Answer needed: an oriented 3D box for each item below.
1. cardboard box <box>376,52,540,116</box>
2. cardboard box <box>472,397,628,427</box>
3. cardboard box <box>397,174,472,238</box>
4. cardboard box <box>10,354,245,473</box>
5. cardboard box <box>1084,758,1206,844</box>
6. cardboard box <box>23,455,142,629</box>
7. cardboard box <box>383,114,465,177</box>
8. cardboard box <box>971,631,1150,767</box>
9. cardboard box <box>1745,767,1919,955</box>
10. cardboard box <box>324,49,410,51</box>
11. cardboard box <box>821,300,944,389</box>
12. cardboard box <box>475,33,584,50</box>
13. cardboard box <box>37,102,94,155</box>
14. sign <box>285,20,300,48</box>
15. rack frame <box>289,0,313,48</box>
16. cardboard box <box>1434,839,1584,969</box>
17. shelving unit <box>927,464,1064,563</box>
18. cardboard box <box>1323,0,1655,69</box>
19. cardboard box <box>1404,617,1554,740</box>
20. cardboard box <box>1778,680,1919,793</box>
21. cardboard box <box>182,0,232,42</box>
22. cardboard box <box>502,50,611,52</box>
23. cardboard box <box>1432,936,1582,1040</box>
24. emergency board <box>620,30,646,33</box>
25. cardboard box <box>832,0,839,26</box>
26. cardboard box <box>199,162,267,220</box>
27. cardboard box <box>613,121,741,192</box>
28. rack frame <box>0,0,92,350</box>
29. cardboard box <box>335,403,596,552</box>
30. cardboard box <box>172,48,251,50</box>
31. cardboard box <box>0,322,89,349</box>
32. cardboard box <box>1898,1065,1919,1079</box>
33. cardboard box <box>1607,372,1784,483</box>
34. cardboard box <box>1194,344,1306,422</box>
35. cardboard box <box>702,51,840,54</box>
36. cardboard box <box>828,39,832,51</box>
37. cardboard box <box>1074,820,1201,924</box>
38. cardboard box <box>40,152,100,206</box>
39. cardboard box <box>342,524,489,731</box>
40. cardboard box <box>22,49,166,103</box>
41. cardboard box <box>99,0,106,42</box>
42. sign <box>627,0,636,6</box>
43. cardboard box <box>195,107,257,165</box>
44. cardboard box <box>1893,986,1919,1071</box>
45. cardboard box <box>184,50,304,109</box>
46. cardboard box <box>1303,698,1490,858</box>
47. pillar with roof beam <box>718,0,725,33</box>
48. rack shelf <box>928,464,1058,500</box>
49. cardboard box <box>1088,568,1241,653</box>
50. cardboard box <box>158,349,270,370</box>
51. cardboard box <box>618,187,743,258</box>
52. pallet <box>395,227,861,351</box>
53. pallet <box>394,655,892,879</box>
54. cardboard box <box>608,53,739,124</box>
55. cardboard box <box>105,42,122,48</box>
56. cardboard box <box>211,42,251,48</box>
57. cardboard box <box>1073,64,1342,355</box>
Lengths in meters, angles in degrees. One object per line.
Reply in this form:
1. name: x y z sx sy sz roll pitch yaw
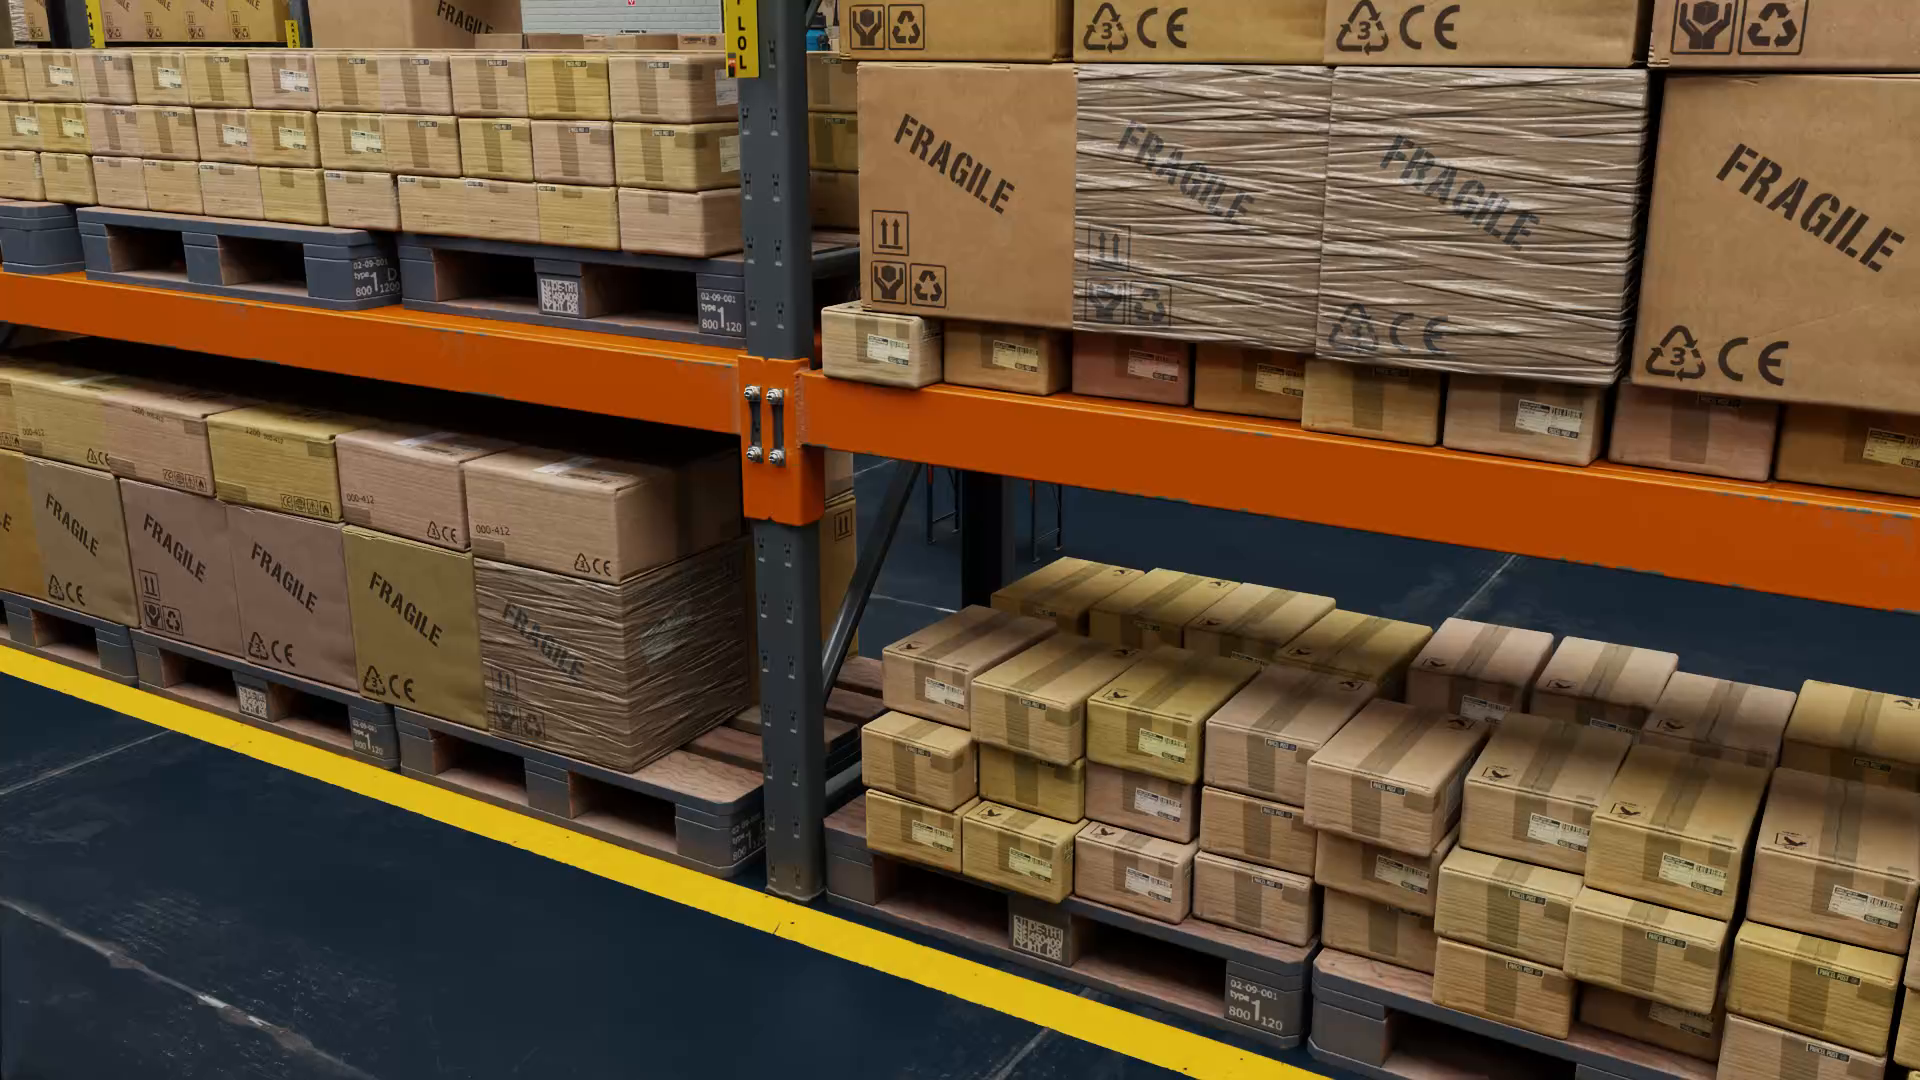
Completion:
1. cardboard box: -1.275 -1.188 4.317 0.250 0.149 0.380 10 20 30
2. cardboard box: -1.105 -0.311 5.033 0.500 0.250 0.500 11 20 32
3. cardboard box: -1.247 -0.898 4.385 0.250 0.149 0.380 9 19 27
4. cardboard box: -2.674 -0.420 5.390 0.500 0.250 0.500 10 19 29
5. cardboard box: 0.472 0.510 3.711 0.250 0.149 0.380 10 20 30
6. cardboard box: -2.667 -0.056 5.484 0.500 0.500 0.500 10 20 31
7. cardboard box: -1.271 -1.043 4.351 0.250 0.149 0.380 9 19 28
8. cardboard box: 0.231 0.349 3.729 0.250 0.149 0.380 11 20 33
9. cardboard box: 1.583 0.570 3.004 0.250 0.149 0.380 9 19 28
10. cardboard box: -1.808 -1.505 5.361 0.250 0.149 0.380 11 20 33
11. cardboard box: -0.088 -0.445 3.618 0.250 0.149 0.380 11 20 32
12. cardboard box: -2.768 -3.129 11.121 0.637 0.503 0.797 13 21 36
13. cardboard box: -2.583 -1.279 5.128 0.250 0.149 0.380 10 20 30
14. sign: -4.571 -3.398 11.417 0.005 0.325 0.100 10 20 30
15. rack frame: -4.293 -3.119 11.989 0.127 3.000 1.000 10 20 30
16. cardboard box: 1.105 0.654 3.239 0.250 0.149 0.380 10 20 30
17. shelving unit: 0.141 -0.549 6.624 0.503 1.200 0.258 10 20 30
18. cardboard box: 0.962 -1.070 2.838 0.500 0.500 0.500 10 20 31
19. cardboard box: 1.195 0.321 3.823 0.250 0.149 0.380 9 19 27
20. cardboard box: 1.850 0.438 3.436 0.250 0.149 0.380 10 20 31
21. cardboard box: -5.248 -3.864 12.037 0.500 0.500 0.500 10 20 30
22. cardboard box: -1.141 -1.387 4.971 0.250 0.149 0.380 10 20 30
23. cardboard box: 1.111 0.796 3.282 0.250 0.149 0.380 10 19 29
24. emergency board: -6.074 -8.814 30.736 0.643 1.169 0.194 10 20 30
25. cardboard box: -0.270 -2.924 9.447 0.637 0.503 0.797 11 20 32
26. cardboard box: -1.939 -1.019 4.786 0.250 0.149 0.380 9 19 28
27. cardboard box: -0.601 -0.924 3.961 0.250 0.149 0.380 11 20 32
28. rack frame: -3.567 -1.298 5.993 0.127 3.000 1.000 10 20 30
29. cardboard box: -1.356 -0.185 4.618 0.500 0.250 0.500 11 20 33
30. cardboard box: -2.473 -1.624 5.752 0.250 0.149 0.380 11 20 32
31. cardboard box: -4.038 -0.537 6.637 0.750 0.750 1.050 10 19 29
32. cardboard box: 1.773 0.921 2.872 0.250 0.149 0.380 9 19 28
33. cardboard box: 1.312 -0.228 2.902 0.250 0.149 0.380 11 20 32
34. cardboard box: 0.654 -0.354 3.318 0.250 0.149 0.380 9 19 28
35. cardboard box: -0.494 -1.270 4.586 0.250 0.149 0.380 11 20 32
36. cardboard box: -1.640 -6.309 21.202 0.250 0.149 0.380 10 19 29
37. cardboard box: 0.450 0.674 3.684 0.250 0.149 0.380 10 20 30
38. cardboard box: -2.602 -1.138 5.177 0.250 0.149 0.380 11 20 33
39. cardboard box: -1.358 0.177 4.715 0.500 0.500 0.500 10 19 29
40. cardboard box: -2.612 -1.426 5.101 0.250 0.149 0.380 9 19 28
41. cardboard box: -6.527 -4.092 12.786 0.500 0.500 0.500 10 20 30
42. sign: -6.029 -9.949 30.484 0.199 0.298 0.001 10 20 30
43. cardboard box: -1.930 -1.162 4.744 0.250 0.149 0.380 11 20 32
44. cardboard box: 1.759 0.776 2.836 0.250 0.149 0.380 10 20 31
45. cardboard box: -1.943 -1.307 4.708 0.250 0.149 0.380 10 19 29
46. cardboard box: 0.880 0.469 3.337 0.250 0.149 0.380 11 20 31
47. pillar with roof beam: -6.241 -10.233 25.086 0.400 9.000 9.100 10 20 30
48. rack shelf: 0.141 -0.295 6.701 0.480 0.148 0.258 10 20 30
49. cardboard box: 0.520 0.208 4.195 0.250 0.149 0.380 10 20 31
50. cardboard box: -2.411 -0.548 5.814 0.500 0.250 0.500 10 20 31
51. cardboard box: -0.600 -0.782 4.003 0.250 0.149 0.380 10 19 29
52. pallet: -0.733 -0.750 4.519 1.213 0.211 1.003 10 20 30
53. pallet: -0.822 0.527 4.784 1.213 0.211 1.003 10 20 30
54. cardboard box: -0.602 -1.068 3.921 0.250 0.149 0.380 11 20 33
55. cardboard box: -6.355 -3.694 13.199 0.500 0.500 0.875 10 20 30
56. cardboard box: -5.052 -3.478 12.487 0.500 0.500 0.875 10 20 30
57. cardboard box: 0.557 -0.668 3.237 0.500 0.500 0.500 10 20 30
